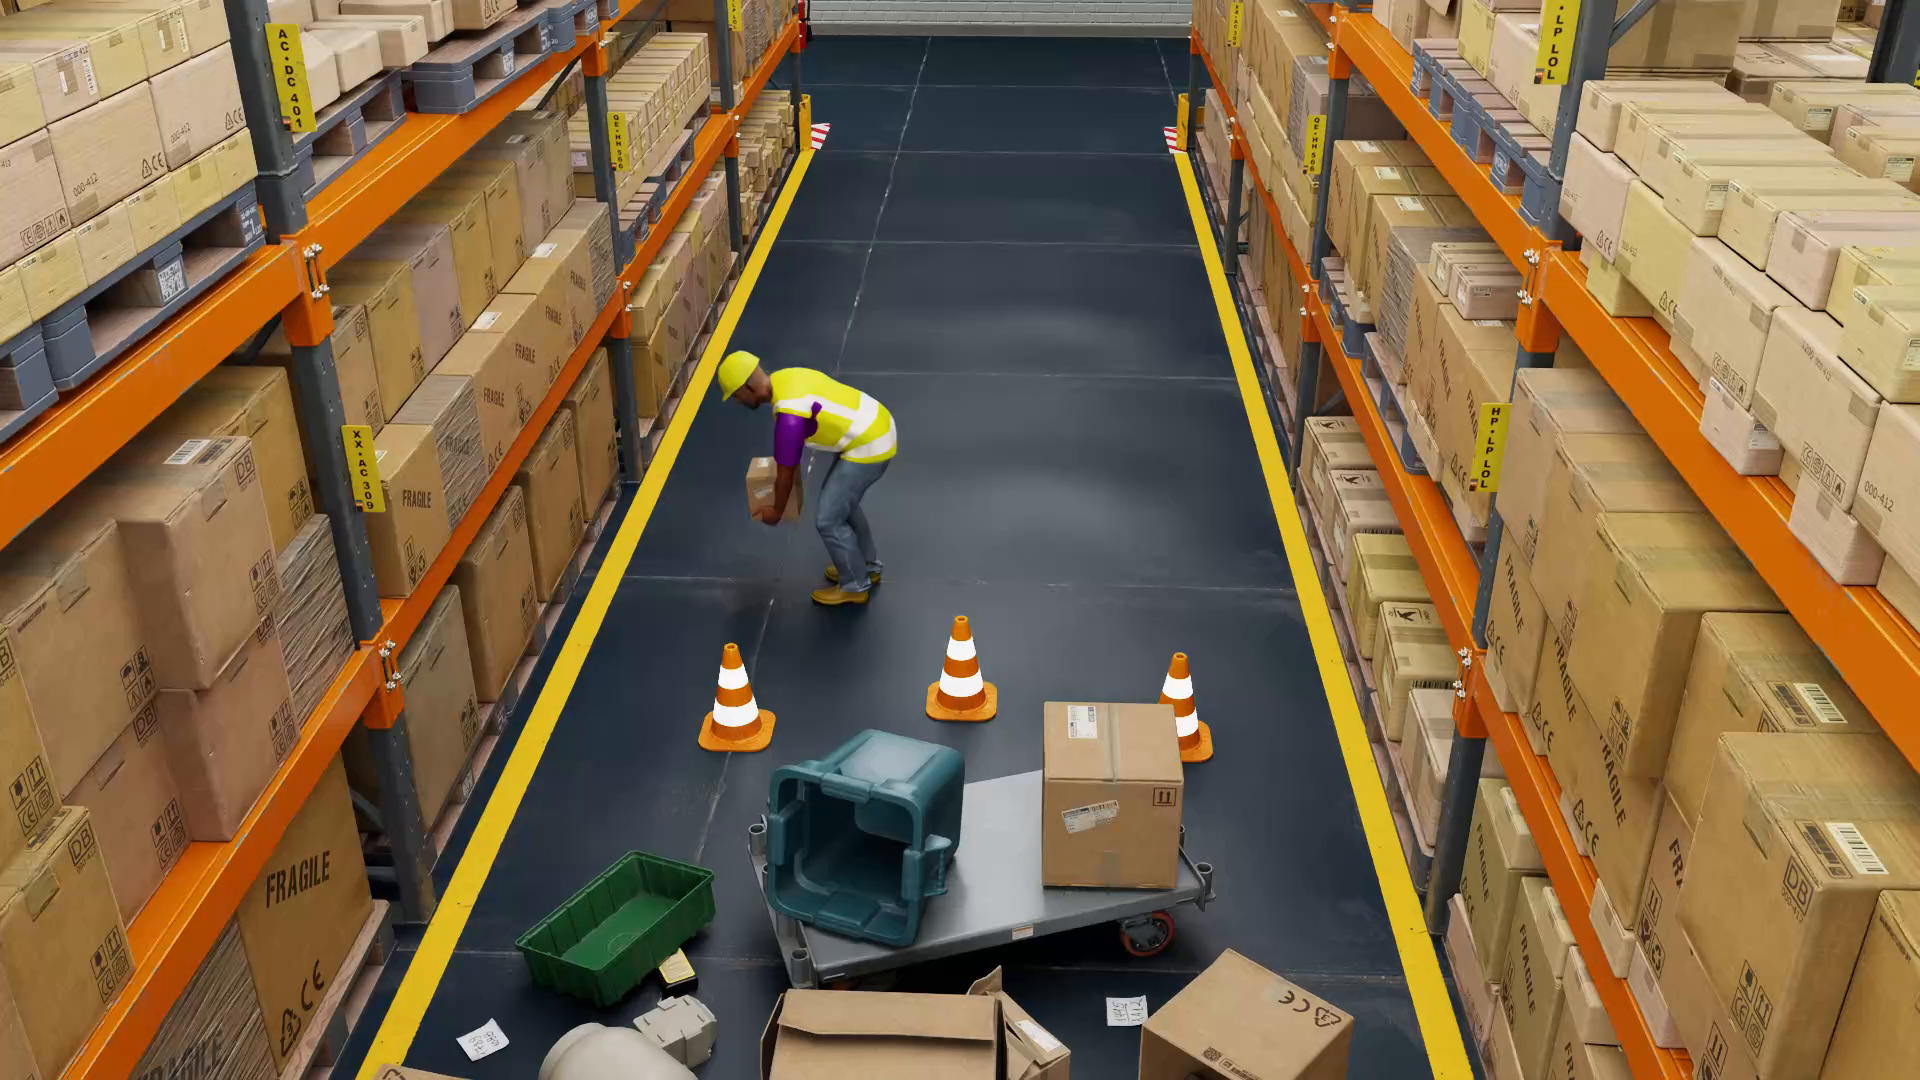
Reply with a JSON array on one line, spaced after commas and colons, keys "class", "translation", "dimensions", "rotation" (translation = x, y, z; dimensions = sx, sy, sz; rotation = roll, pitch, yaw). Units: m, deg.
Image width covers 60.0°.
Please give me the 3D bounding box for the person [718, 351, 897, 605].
[{"class": "person", "translation": [-0.770, -0.331, 8.637], "dimensions": [0.897, 1.376, 0.490], "rotation": [0, 28, 0]}]
